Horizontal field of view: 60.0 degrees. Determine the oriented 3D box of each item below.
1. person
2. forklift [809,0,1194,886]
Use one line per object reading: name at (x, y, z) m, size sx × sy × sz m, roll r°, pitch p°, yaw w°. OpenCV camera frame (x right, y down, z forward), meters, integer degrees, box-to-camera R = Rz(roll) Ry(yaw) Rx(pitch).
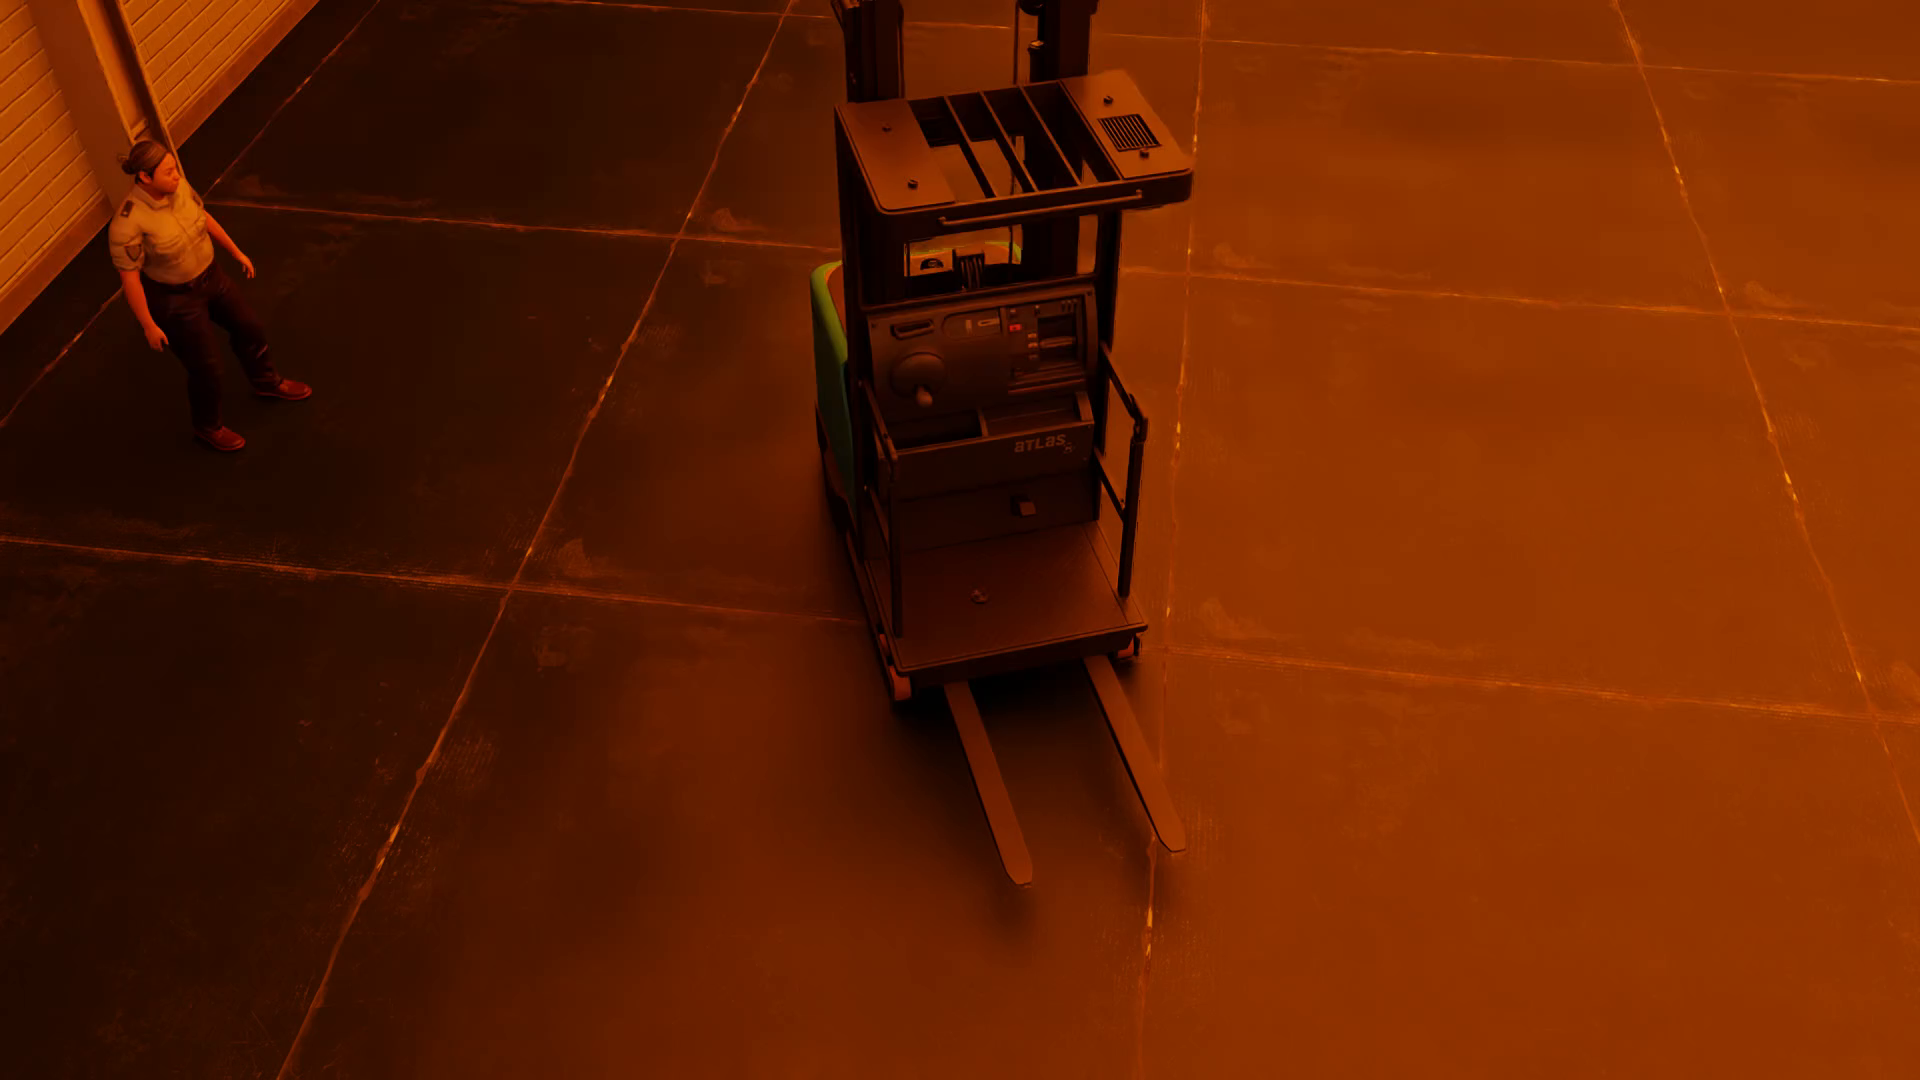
person at (-3.667, -1.196, 7.990) m, size 0.402 × 1.632 × 0.704 m, roll 11°, pitch 44°, yaw 12°
forklift at (0.153, -0.681, 6.465) m, size 1.130 × 2.935 × 3.031 m, roll -10°, pitch 44°, yaw -11°
